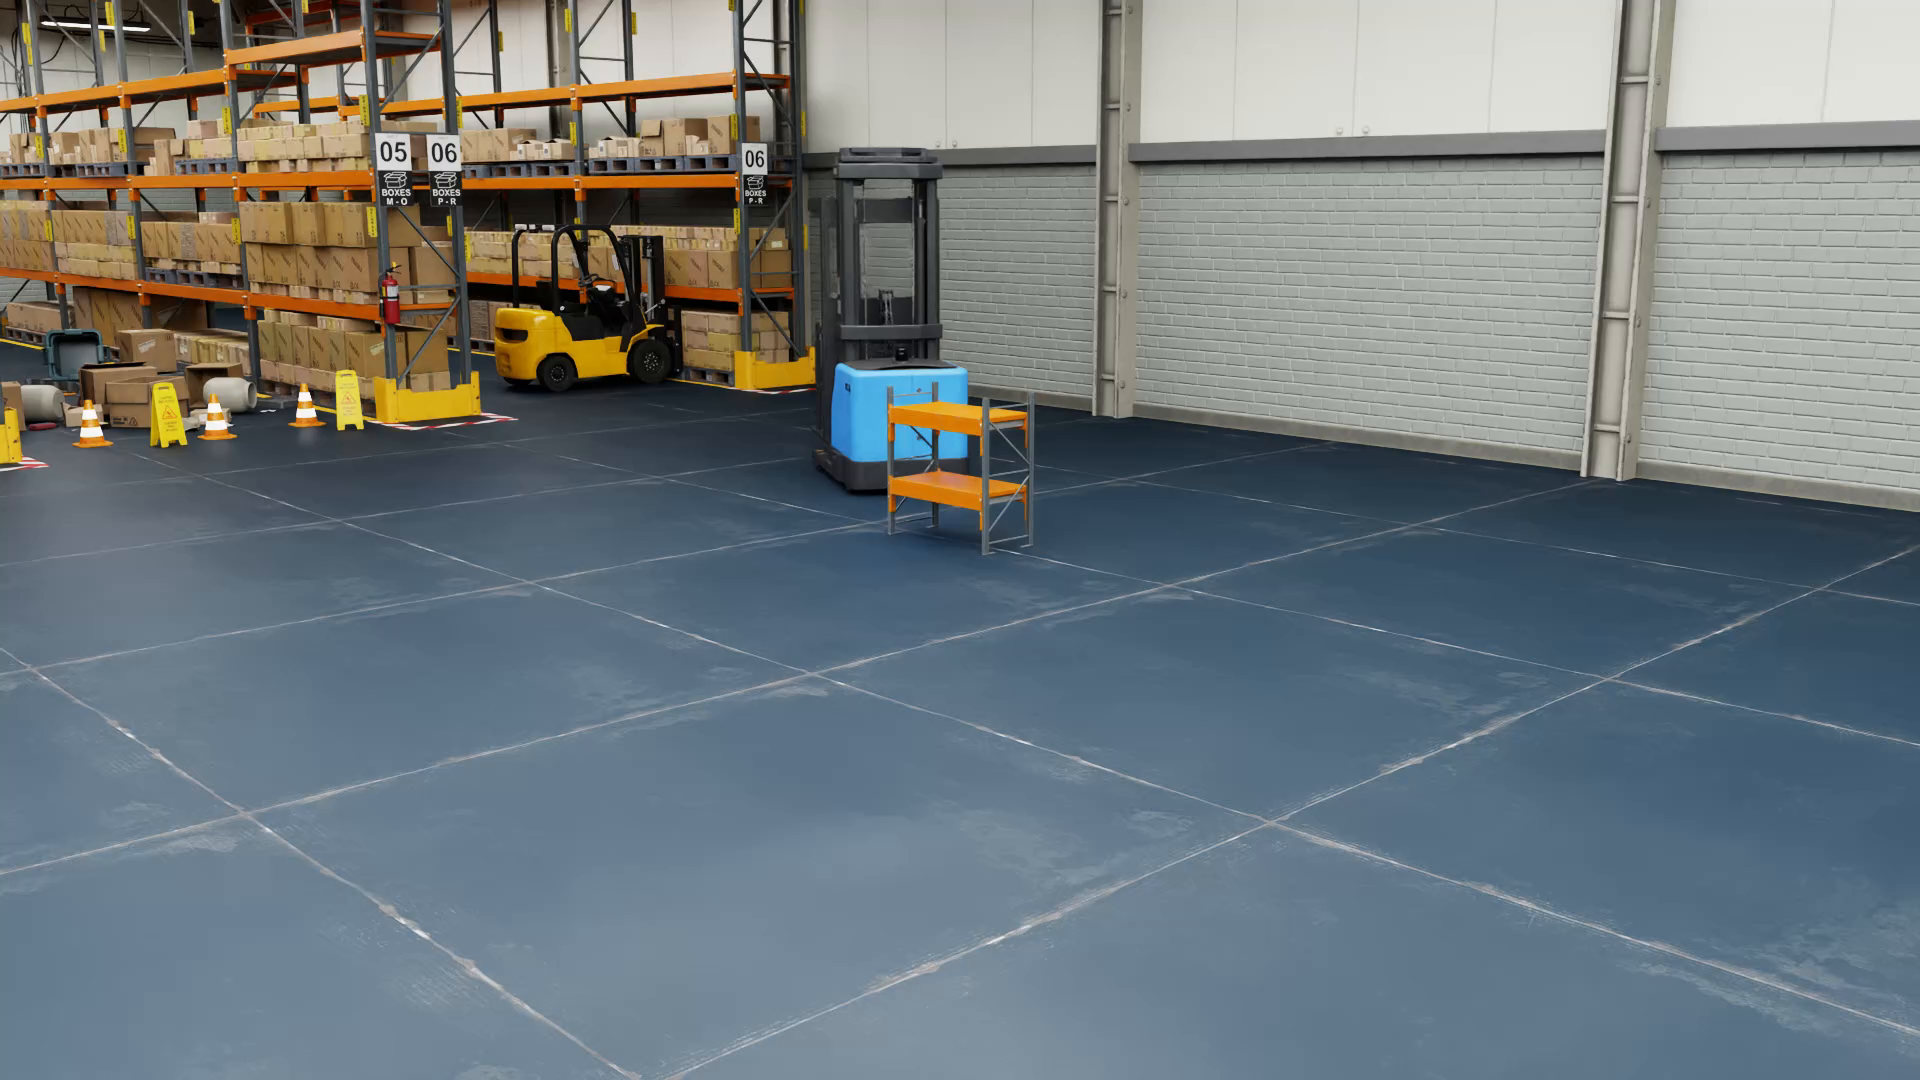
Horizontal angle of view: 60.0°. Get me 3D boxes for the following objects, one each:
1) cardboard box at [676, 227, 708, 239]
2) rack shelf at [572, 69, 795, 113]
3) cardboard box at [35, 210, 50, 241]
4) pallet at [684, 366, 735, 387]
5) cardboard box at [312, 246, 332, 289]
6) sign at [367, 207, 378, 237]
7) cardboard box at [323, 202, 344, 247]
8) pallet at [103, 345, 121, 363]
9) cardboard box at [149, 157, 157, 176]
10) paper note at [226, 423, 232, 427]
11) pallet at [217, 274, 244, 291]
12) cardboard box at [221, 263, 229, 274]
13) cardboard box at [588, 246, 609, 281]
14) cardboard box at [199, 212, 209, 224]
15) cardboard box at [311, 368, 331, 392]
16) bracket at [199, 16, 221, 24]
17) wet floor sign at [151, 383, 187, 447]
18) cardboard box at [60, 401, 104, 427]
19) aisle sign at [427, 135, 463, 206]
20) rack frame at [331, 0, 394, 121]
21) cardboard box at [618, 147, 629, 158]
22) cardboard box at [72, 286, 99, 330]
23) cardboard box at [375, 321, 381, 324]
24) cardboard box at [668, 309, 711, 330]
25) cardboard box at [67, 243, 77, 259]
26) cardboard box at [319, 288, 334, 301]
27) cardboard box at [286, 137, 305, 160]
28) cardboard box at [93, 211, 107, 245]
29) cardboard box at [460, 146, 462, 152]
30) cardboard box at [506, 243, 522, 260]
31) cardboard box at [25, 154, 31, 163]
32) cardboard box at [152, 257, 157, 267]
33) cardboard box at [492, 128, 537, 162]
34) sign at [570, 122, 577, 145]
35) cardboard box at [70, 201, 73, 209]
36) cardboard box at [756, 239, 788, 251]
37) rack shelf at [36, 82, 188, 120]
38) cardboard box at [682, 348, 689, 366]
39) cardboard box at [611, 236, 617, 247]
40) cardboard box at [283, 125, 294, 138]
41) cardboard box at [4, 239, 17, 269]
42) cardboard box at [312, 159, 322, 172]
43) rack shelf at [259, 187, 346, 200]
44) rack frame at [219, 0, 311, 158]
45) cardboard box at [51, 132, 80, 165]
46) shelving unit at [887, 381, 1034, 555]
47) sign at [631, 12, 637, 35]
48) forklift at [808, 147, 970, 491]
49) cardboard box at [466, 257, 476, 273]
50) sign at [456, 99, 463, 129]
[{"bbox_3d":[-3.693,-4.244,22.986,0.380,0.149,0.250,-10,16,-41],"label":"cardboard box"},{"bbox_3d":[-3.903,-6.256,23.248,1.077,0.370,4.000,-11,16,-43],"label":"rack shelf"},{"bbox_3d":[-14.921,-5.202,27.501,0.500,0.500,0.500,-11,16,-43],"label":"cardboard box"},{"bbox_3d":[-3.080,-2.314,23.118,1.003,0.211,1.213,-11,16,-43],"label":"pallet"},{"bbox_3d":[-7.368,-3.264,19.836,0.500,0.500,0.500,-11,16,-43],"label":"cardboard box"},{"bbox_3d":[-6.524,-3.529,18.454,0.100,0.325,0.005,-11,16,-43],"label":"sign"},{"bbox_3d":[-6.964,-3.685,19.400,0.700,0.500,0.500,-11,16,-42],"label":"cardboard box"},{"bbox_3d":[-12.962,-2.987,26.385,1.003,0.211,1.213,-11,16,-43],"label":"pallet"},{"bbox_3d":[-11.363,-5.345,23.823,0.396,0.266,0.258,-11,16,-43],"label":"cardboard box"},{"bbox_3d":[-8.201,-1.288,18.586,0.142,0.019,0.148,6,13,26],"label":"paper note"},{"bbox_3d":[-9.294,-3.503,22.456,1.003,0.211,1.213,-11,16,-43],"label":"pallet"},{"bbox_3d":[-9.596,-3.625,22.157,0.250,0.149,0.380,11,16,43],"label":"cardboard box"},{"bbox_3d":[-5.166,-4.105,24.656,0.500,0.500,0.500,11,16,44],"label":"cardboard box"},{"bbox_3d":[-10.045,-4.355,22.481,0.250,0.149,0.380,11,16,43],"label":"cardboard box"},{"bbox_3d":[-7.579,-1.973,20.329,0.500,0.250,0.500,11,16,43],"label":"cardboard box"},{"bbox_3d":[-17.254,-11.548,37.242,0.076,0.066,5.218,-11,16,-43],"label":"bracket"},{"bbox_3d":[-8.167,-1.295,17.100,0.232,0.644,0.267,8,14,35],"label":"wet floor sign"},{"bbox_3d":[-9.862,-1.427,18.681,0.396,0.266,0.258,-8,14,-33],"label":"cardboard box"},{"bbox_3d":[-5.842,-4.189,18.867,0.394,0.787,0.004,-11,16,-43],"label":"aisle sign"},{"bbox_3d":[-10.808,-8.263,30.219,1.000,3.000,0.127,-11,16,-43],"label":"rack frame"},{"bbox_3d":[-4.663,-5.538,23.760,0.380,0.149,0.250,-10,15,-41],"label":"cardboard box"},{"bbox_3d":[-13.910,-3.718,27.251,0.875,0.875,0.875,-10,15,-41],"label":"cardboard box"},{"bbox_3d":[-7.563,-2.494,20.999,0.500,0.500,0.500,-10,15,-40],"label":"cardboard box"},{"bbox_3d":[-3.777,-3.092,23.281,0.500,0.250,0.500,-11,16,-42],"label":"cardboard box"},{"bbox_3d":[-13.916,-4.628,26.576,0.500,0.250,0.500,-11,16,-42],"label":"cardboard box"},{"bbox_3d":[-7.456,-2.960,19.968,0.380,0.149,0.250,-11,16,-43],"label":"cardboard box"},{"bbox_3d":[-7.716,-4.682,19.904,0.500,0.250,0.500,-11,16,-42],"label":"cardboard box"},{"bbox_3d":[-12.878,-4.774,25.423,0.500,0.500,0.500,-11,16,-43],"label":"cardboard box"},{"bbox_3d":[-8.497,-6.487,27.676,0.380,0.149,0.250,-10,15,-41],"label":"cardboard box"},{"bbox_3d":[-6.852,-4.591,26.392,0.500,0.250,0.500,-11,16,-42],"label":"cardboard box"},{"bbox_3d":[-15.251,-6.321,27.558,0.380,0.149,0.250,-10,16,-41],"label":"cardboard box"},{"bbox_3d":[-11.543,-4.058,24.258,0.250,0.149,0.380,11,16,42],"label":"cardboard box"},{"bbox_3d":[-7.019,-6.226,26.226,0.500,0.500,0.500,-10,16,-41],"label":"cardboard box"},{"bbox_3d":[-5.669,-5.957,24.397,0.100,0.325,0.005,-11,16,-43],"label":"sign"},{"bbox_3d":[-14.942,-5.543,27.551,0.380,0.149,0.250,-10,16,-41],"label":"cardboard box"},{"bbox_3d":[-2.568,-4.026,22.664,0.250,0.149,0.380,11,16,44],"label":"cardboard box"},{"bbox_3d":[-13.015,-6.731,25.555,1.077,0.370,4.000,-11,16,-43],"label":"rack shelf"},{"bbox_3d":[-3.750,-2.605,23.397,0.500,0.250,0.500,-11,16,-42],"label":"cardboard box"},{"bbox_3d":[-4.874,-4.369,24.330,0.380,0.149,0.250,-11,16,-43],"label":"cardboard box"},{"bbox_3d":[-7.951,-4.928,20.110,0.380,0.149,0.250,-11,16,-43],"label":"cardboard box"},{"bbox_3d":[-16.327,-5.009,29.041,0.500,0.500,0.500,-11,16,-43],"label":"cardboard box"},{"bbox_3d":[-7.422,-4.431,19.676,0.250,0.149,0.380,11,16,44],"label":"cardboard box"},{"bbox_3d":[-12.190,-6.734,32.011,1.077,0.370,4.000,-11,16,-43],"label":"rack shelf"},{"bbox_3d":[-8.871,-6.403,21.192,1.000,3.000,0.127,-11,16,-43],"label":"rack frame"},{"bbox_3d":[-13.997,-6.187,26.288,0.500,0.500,0.500,-11,16,-44],"label":"cardboard box"},{"bbox_3d":[-0.005,-0.552,12.303,0.538,1.125,1.048,-11,16,-43],"label":"shelving unit"},{"bbox_3d":[-4.865,-7.705,24.799,0.100,0.325,0.005,-11,16,-43],"label":"sign"},{"bbox_3d":[-0.784,-2.108,15.378,1.130,2.935,3.031,-3,12,-14],"label":"forklift"},{"bbox_3d":[-7.916,-4.569,27.526,0.500,0.250,0.500,-11,16,-42],"label":"cardboard box"},{"bbox_3d":[-5.716,-4.854,18.940,0.100,0.325,0.005,-11,16,-43],"label":"sign"}]
